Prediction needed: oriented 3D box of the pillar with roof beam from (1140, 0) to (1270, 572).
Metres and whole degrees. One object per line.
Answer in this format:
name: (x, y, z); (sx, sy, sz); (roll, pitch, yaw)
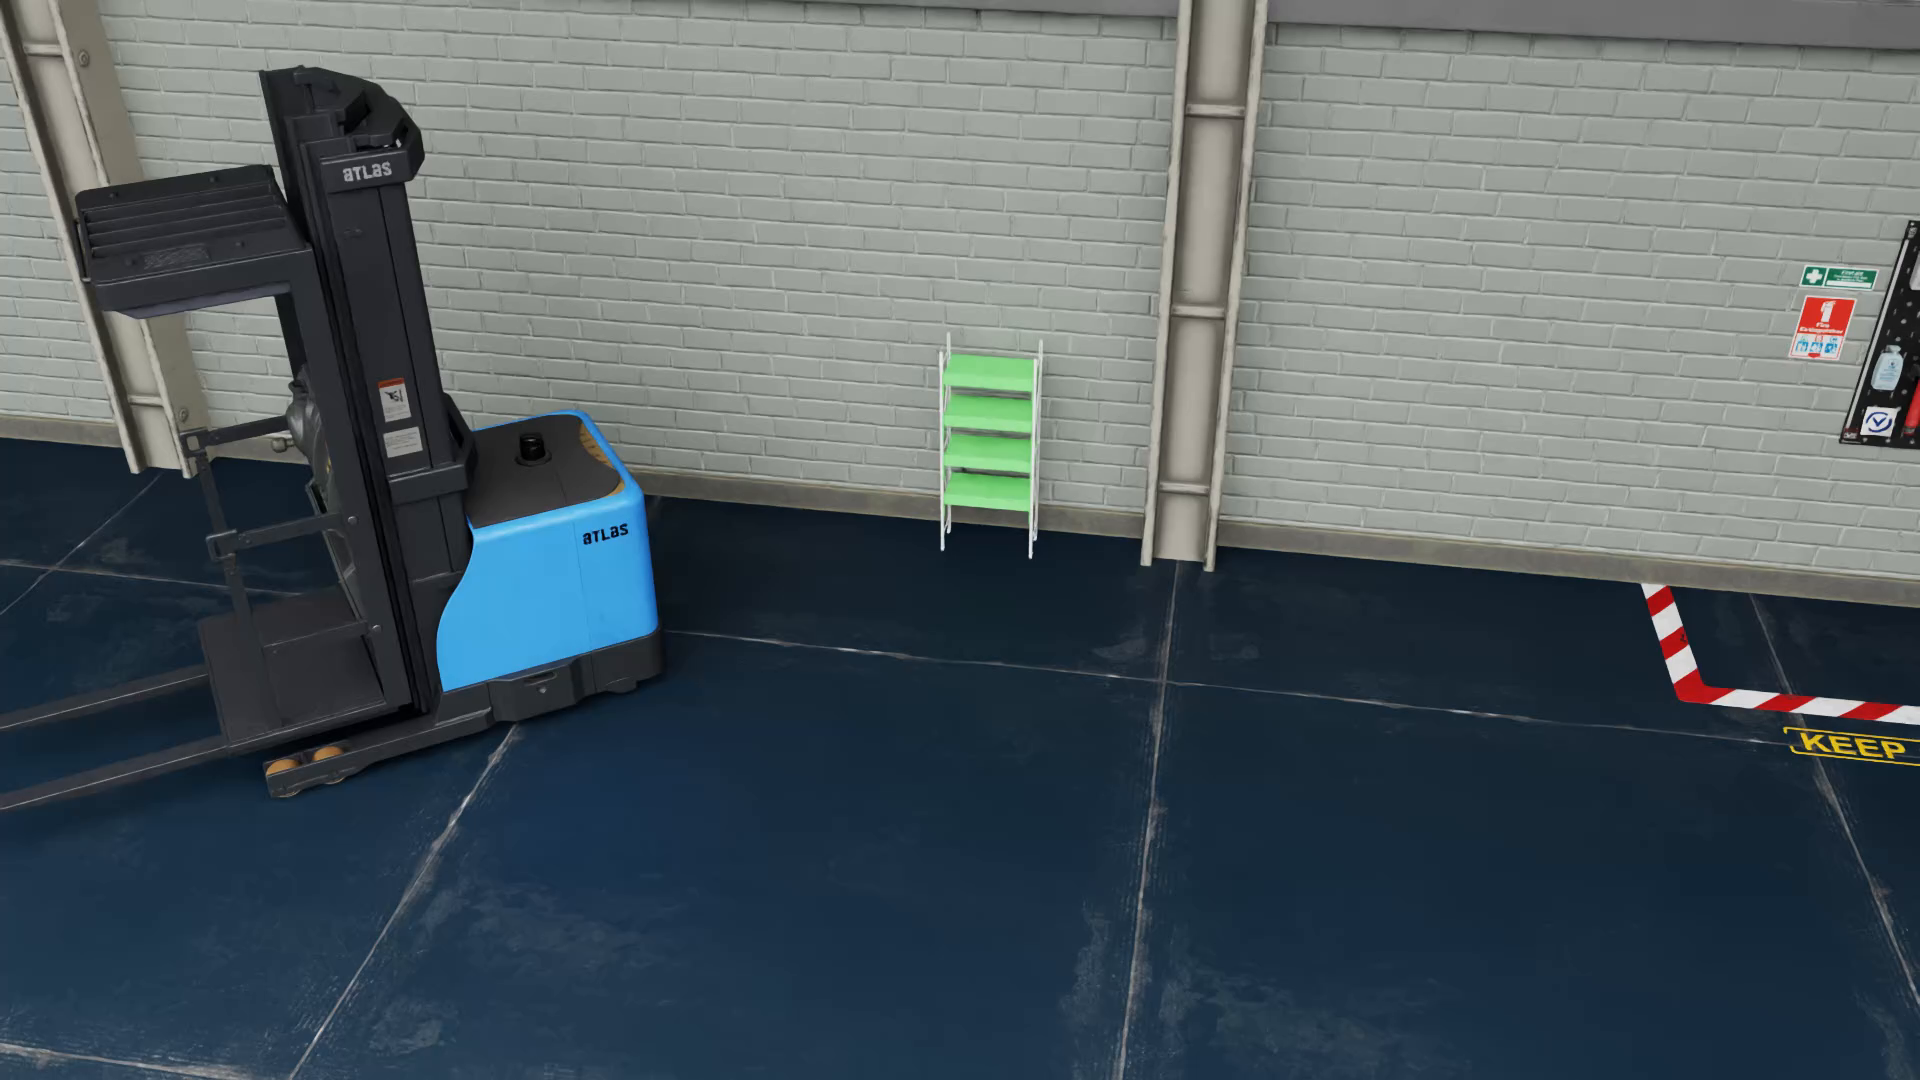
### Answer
pillar with roof beam: (0.477, -1.490, 3.148); (0.400, 9.000, 9.100); (5, 32, 8)

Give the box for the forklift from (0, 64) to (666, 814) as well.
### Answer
forklift: (-2.985, -0.417, 7.154); (3.031, 2.935, 1.130); (-15, 35, -23)

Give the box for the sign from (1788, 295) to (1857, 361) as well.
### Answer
sign: (4.159, -1.022, 8.021); (0.234, 0.329, 0.001); (5, 32, 8)

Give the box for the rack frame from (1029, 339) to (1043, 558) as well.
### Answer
rack frame: (0.404, -0.472, 8.873); (0.015, 1.200, 0.240); (5, 32, 8)

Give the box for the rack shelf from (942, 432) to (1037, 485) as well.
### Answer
rack shelf: (0.163, -0.440, 8.942); (0.480, 0.148, 0.258); (5, 32, 8)

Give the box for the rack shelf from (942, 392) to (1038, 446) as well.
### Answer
rack shelf: (0.163, -0.643, 8.815); (0.480, 0.148, 0.258); (5, 32, 8)

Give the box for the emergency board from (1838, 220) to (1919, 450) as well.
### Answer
emergency board: (4.681, -0.913, 7.882); (0.626, 1.169, 0.157); (5, 32, 8)

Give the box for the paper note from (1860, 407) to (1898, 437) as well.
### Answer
paper note: (4.523, -0.582, 8.182); (0.142, 0.148, 0.016); (5, 32, 8)

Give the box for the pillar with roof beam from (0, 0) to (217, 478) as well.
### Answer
pillar with roof beam: (-5.437, -2.025, 4.004); (0.400, 9.000, 9.100); (5, 32, 8)

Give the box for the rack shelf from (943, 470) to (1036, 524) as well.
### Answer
rack shelf: (0.163, -0.236, 9.069); (0.480, 0.148, 0.258); (5, 32, 8)

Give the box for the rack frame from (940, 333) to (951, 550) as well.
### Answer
rack frame: (-0.077, -0.516, 8.943); (0.015, 1.200, 0.240); (5, 32, 8)

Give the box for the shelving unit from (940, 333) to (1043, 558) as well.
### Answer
shelving unit: (0.163, -0.494, 8.908); (0.503, 1.200, 0.258); (5, 32, 8)

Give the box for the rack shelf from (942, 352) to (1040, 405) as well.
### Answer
rack shelf: (0.163, -0.847, 8.687); (0.480, 0.148, 0.258); (5, 32, 8)

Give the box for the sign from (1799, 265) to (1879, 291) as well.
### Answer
sign: (4.162, -1.241, 7.873); (0.331, 0.109, 0.001); (5, 32, 8)
